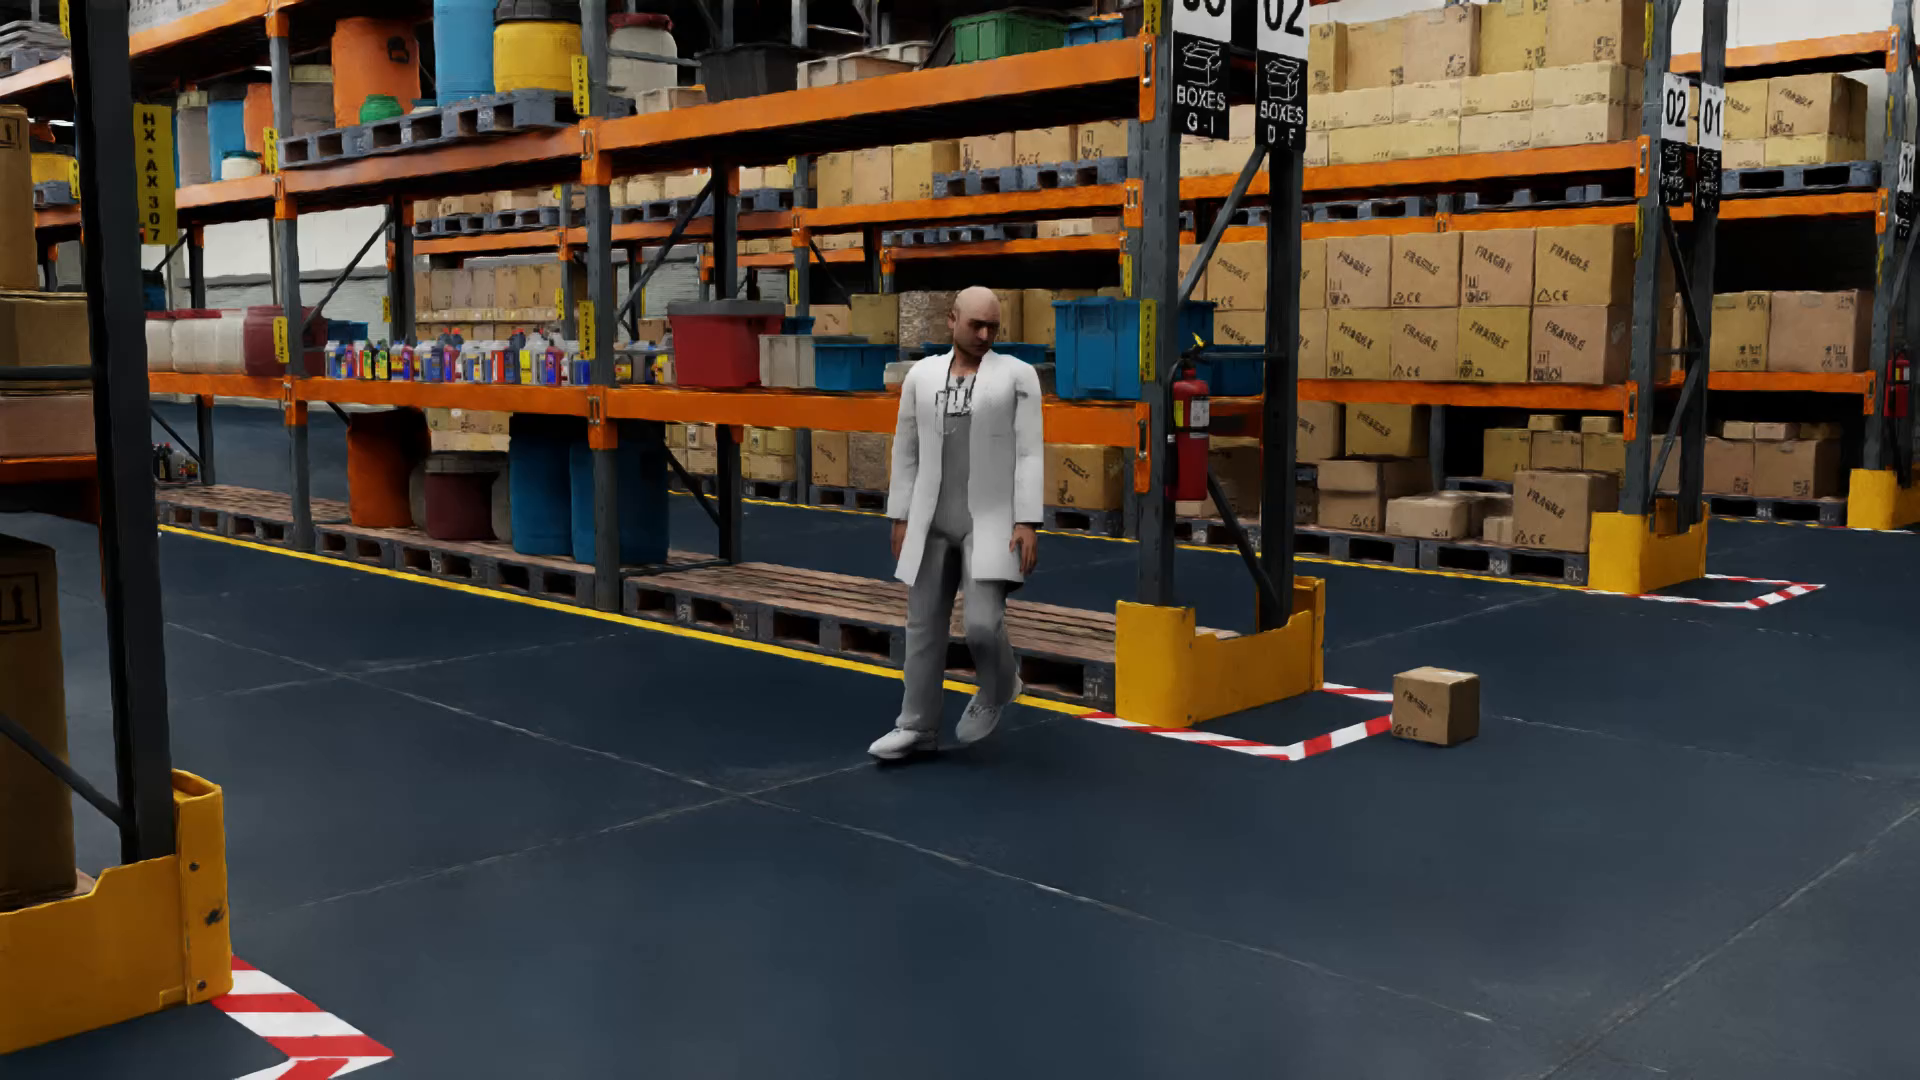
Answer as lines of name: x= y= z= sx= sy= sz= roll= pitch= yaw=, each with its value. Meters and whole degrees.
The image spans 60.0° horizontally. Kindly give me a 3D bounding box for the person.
person: x=0.030 y=-0.057 z=6.208 sx=0.640 sy=1.761 sz=0.555 roll=3 pitch=7 yaw=21
